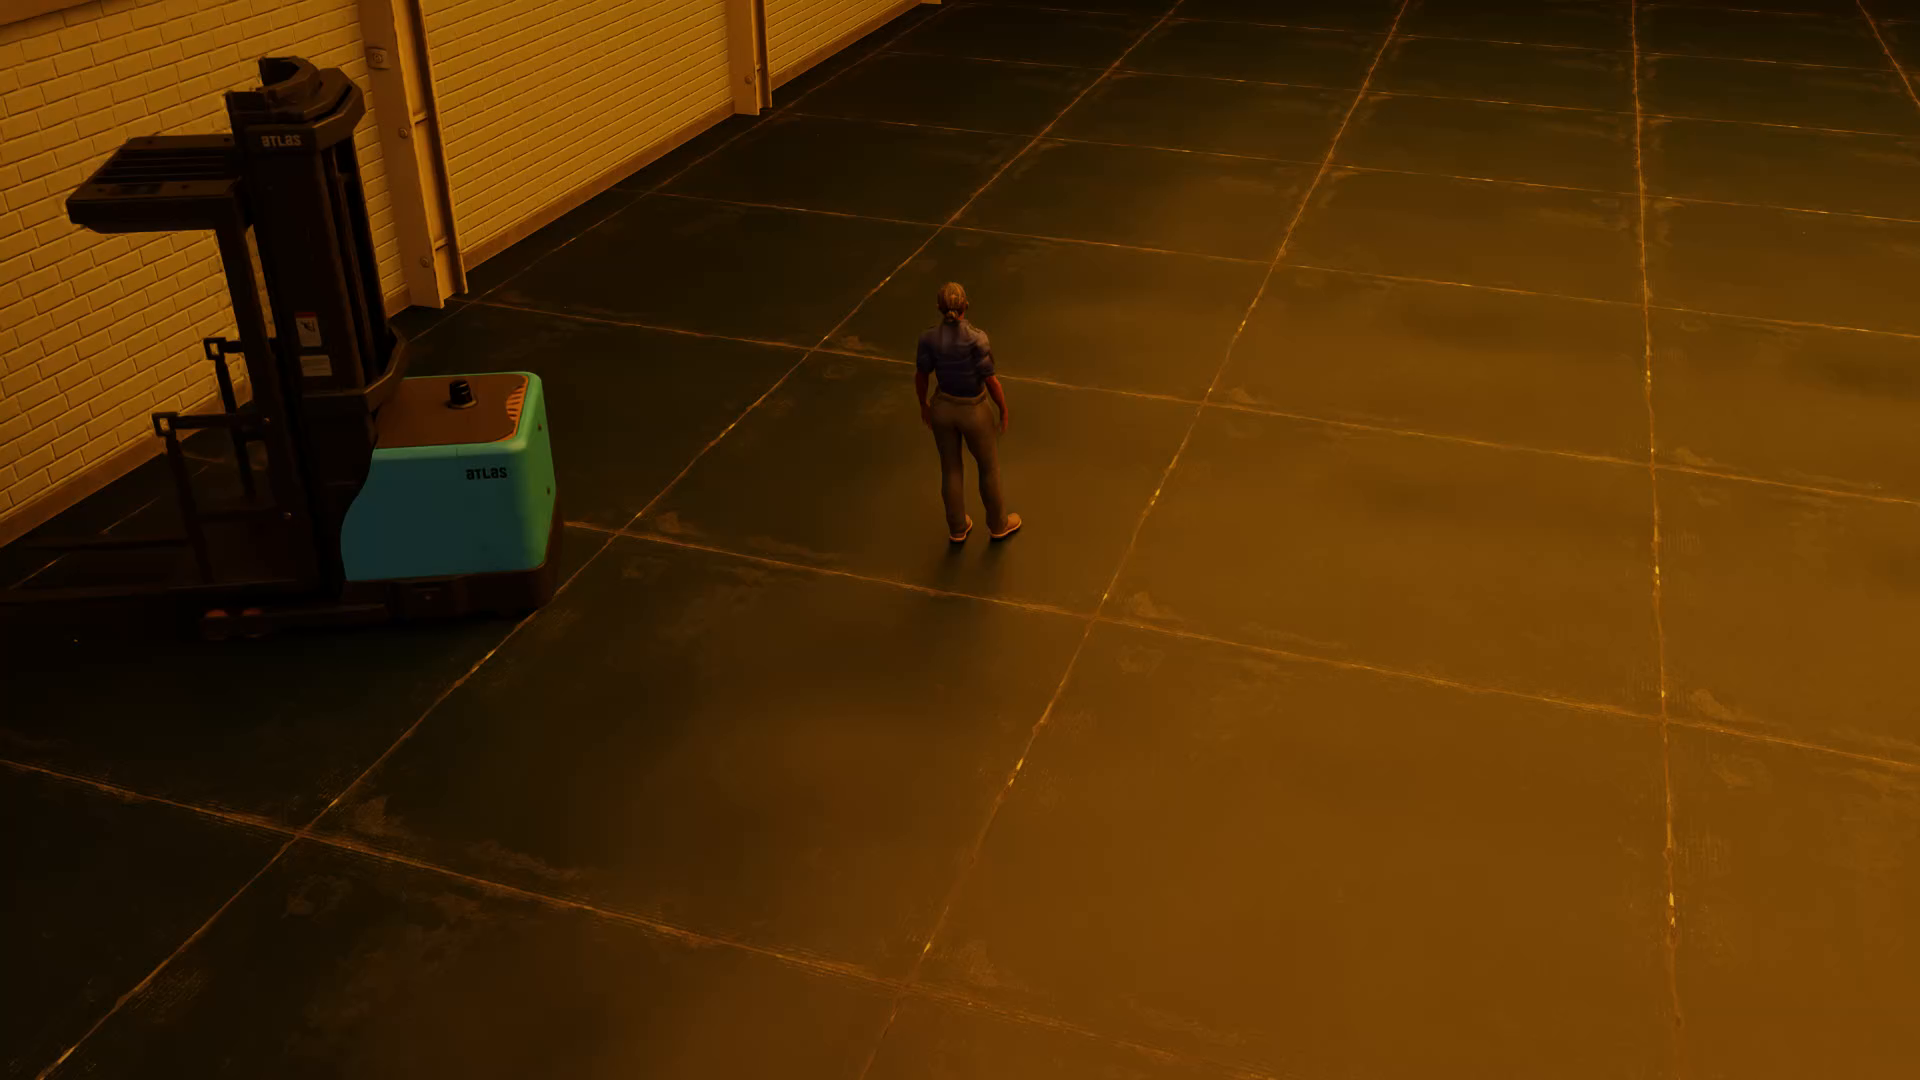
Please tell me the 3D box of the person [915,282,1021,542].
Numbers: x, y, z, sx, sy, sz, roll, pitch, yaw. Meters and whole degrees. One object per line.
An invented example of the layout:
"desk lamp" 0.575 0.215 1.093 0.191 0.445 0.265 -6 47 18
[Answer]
"person" 0.047 -0.763 9.750 0.570 1.656 0.503 10 31 16

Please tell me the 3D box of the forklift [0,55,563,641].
"forklift" -3.861 -1.000 8.890 3.031 2.935 1.130 -4 30 -6
